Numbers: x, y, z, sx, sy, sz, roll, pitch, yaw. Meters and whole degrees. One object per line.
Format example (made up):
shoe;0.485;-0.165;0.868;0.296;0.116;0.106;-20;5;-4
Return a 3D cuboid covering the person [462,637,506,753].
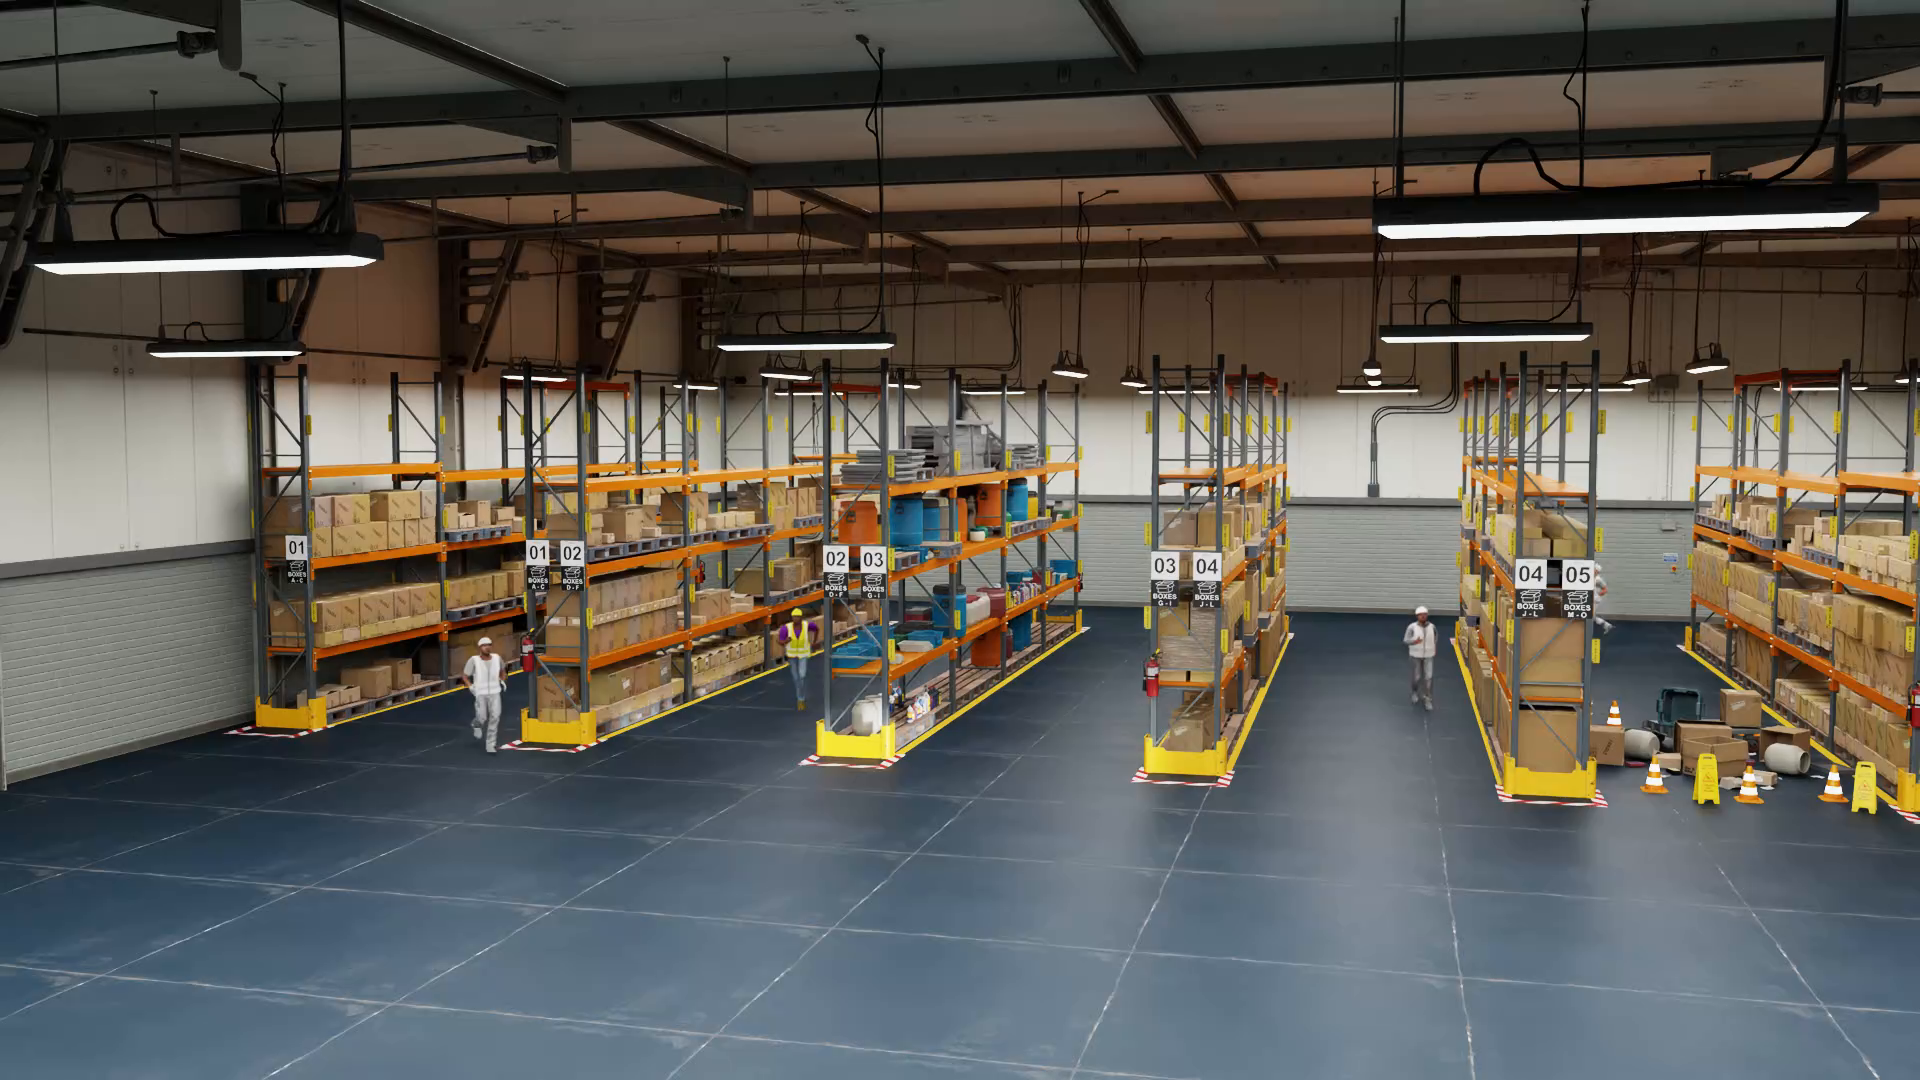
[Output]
person;-7.289;2.370;25.599;0.689;1.759;0.722;-2;5;-30

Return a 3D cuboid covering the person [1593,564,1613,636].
person;14.774;1.449;38.728;0.910;1.765;0.672;0;4;5

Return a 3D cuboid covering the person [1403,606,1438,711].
person;8.167;2.066;29.418;0.653;1.793;0.902;0;4;4

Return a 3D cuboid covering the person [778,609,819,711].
person;-2.862;2.108;29.476;0.675;1.827;0.863;0;4;4
